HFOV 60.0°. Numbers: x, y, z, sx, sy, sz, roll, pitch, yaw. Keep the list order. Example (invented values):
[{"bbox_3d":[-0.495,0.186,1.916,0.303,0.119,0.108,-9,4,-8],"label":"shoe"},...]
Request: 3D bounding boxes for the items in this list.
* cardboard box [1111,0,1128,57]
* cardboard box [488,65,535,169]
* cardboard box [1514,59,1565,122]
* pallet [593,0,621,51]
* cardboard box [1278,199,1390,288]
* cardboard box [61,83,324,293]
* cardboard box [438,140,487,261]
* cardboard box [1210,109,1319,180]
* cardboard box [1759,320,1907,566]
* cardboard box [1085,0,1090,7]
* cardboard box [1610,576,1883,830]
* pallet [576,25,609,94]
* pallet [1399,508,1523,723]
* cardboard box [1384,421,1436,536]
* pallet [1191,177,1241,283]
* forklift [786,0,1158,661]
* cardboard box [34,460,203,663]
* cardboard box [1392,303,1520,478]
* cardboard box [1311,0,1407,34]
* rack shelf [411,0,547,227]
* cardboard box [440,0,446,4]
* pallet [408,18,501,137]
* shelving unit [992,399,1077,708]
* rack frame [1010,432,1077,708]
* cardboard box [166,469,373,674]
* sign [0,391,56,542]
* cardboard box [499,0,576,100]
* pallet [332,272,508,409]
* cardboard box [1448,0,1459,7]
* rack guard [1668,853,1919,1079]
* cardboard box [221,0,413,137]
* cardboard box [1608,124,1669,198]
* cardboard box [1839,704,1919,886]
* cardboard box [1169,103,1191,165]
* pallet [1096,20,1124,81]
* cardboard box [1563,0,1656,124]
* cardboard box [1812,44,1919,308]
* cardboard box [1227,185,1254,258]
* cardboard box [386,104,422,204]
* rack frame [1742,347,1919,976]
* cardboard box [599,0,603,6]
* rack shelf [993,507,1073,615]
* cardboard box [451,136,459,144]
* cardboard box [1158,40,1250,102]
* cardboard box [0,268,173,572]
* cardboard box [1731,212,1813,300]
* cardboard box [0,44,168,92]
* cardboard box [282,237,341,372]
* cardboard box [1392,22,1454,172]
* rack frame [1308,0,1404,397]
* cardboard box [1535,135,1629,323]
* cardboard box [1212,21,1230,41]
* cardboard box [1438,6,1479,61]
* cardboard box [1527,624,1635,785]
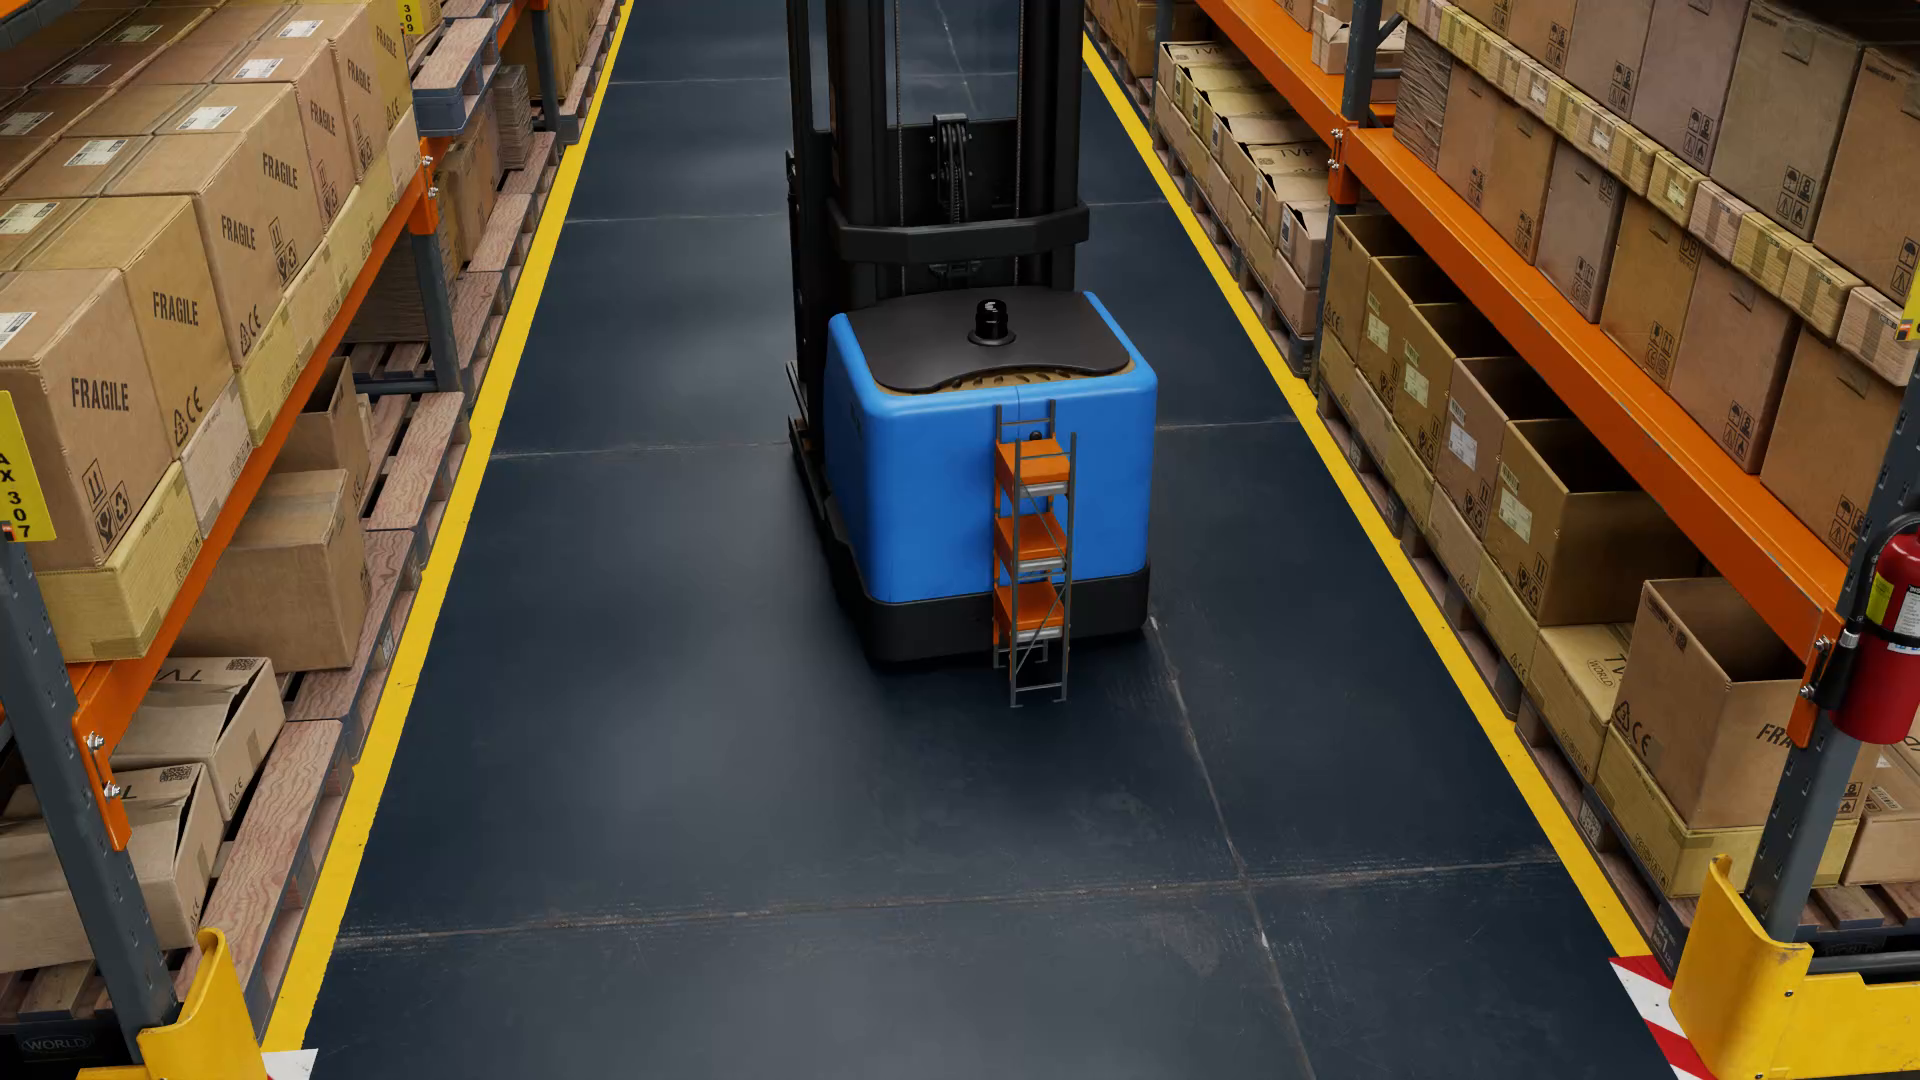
[{"bbox_3d":[1.432,-3.911,12.380,0.500,0.500,0.500,-4,31,-6],"label":"cardboard box"},{"bbox_3d":[-3.011,-2.576,10.146,0.700,0.500,0.500,-2,31,-4],"label":"cardboard box"},{"bbox_3d":[2.132,-1.539,5.672,0.380,0.149,0.250,-4,31,-6],"label":"cardboard box"},{"bbox_3d":[-3.357,-4.280,13.709,1.003,0.211,1.213,-3,31,-5],"label":"pallet"},{"bbox_3d":[1.852,-1.456,7.987,0.500,0.311,0.500,-3,31,-5],"label":"cardboard box"},{"bbox_3d":[-2.267,-1.045,4.970,0.500,0.500,0.500,-2,31,-3],"label":"cardboard box"},{"bbox_3d":[-2.948,-1.797,8.843,0.700,0.500,0.500,-2,31,-4],"label":"cardboard box"},{"bbox_3d":[1.709,-2.233,9.288,0.500,0.311,0.500,-3,31,-5],"label":"cardboard box"},{"bbox_3d":[2.518,-0.262,4.166,0.700,0.500,0.500,-3,31,-5],"label":"cardboard box"},{"bbox_3d":[1.291,-4.692,13.688,0.500,0.500,0.500,-2,31,-4],"label":"cardboard box"},{"bbox_3d":[2.202,0.439,4.631,0.500,0.500,0.500,-3,31,-5],"label":"cardboard box"},{"bbox_3d":[-3.240,-3.656,12.664,1.003,0.211,1.213,-3,31,-5],"label":"pallet"},{"bbox_3d":[2.325,0.207,6.197,1.003,0.211,1.213,-3,31,-5],"label":"pallet"},{"bbox_3d":[2.000,-0.260,6.531,0.500,0.250,0.500,-3,31,-5],"label":"cardboard box"},{"bbox_3d":[1.950,-1.824,9.597,1.003,0.211,1.213,-3,31,-5],"label":"pallet"},{"bbox_3d":[-0.140,-1.572,6.523,1.130,2.935,3.031,-7,32,-11],"label":"forklift"},{"bbox_3d":[-2.112,0.051,3.867,0.500,0.250,0.500,-4,31,-6],"label":"cardboard box"},{"bbox_3d":[2.000,-0.582,6.339,0.500,0.500,0.500,-3,31,-5],"label":"cardboard box"},{"bbox_3d":[2.070,-2.727,8.293,0.500,0.500,0.500,-1,31,-1],"label":"cardboard box"},{"bbox_3d":[-2.943,-2.495,8.704,1.077,0.370,4.000,-3,31,-5],"label":"rack shelf"},{"bbox_3d":[-2.908,-2.896,8.148,0.700,0.500,0.500,1,31,2],"label":"cardboard box"},{"bbox_3d":[-2.683,-2.098,7.524,1.003,0.211,1.213,-3,31,-5],"label":"pallet"},{"bbox_3d":[0.245,0.060,5.626,0.215,1.050,0.252,-7,32,-11],"label":"shelving unit"},{"bbox_3d":[0.272,0.121,5.524,0.200,1.050,0.008,-7,32,-11],"label":"rack frame"},{"bbox_3d":[-2.430,0.118,5.636,0.700,0.500,0.500,-5,31,-8],"label":"cardboard box"},{"bbox_3d":[-1.843,-0.138,3.212,0.100,0.325,0.005,-3,31,-5],"label":"sign"},{"bbox_3d":[-3.068,-3.464,11.311,0.750,0.750,0.750,-3,31,-5],"label":"cardboard box"},{"bbox_3d":[-2.831,-0.983,8.190,1.003,0.211,1.213,-3,31,-5],"label":"pallet"},{"bbox_3d":[2.223,-2.396,6.473,0.700,0.500,0.500,-3,31,-4],"label":"cardboard box"},{"bbox_3d":[2.551,1.105,4.412,1.175,0.500,0.348,-3,31,-5],"label":"rack guard"},{"bbox_3d":[-2.405,-1.822,6.271,0.500,0.500,0.500,-3,31,-5],"label":"cardboard box"},{"bbox_3d":[2.201,-1.148,5.017,0.380,0.149,0.250,-2,31,-3],"label":"cardboard box"},{"bbox_3d":[2.720,0.736,4.865,0.500,0.250,0.500,-3,31,-5],"label":"cardboard box"},{"bbox_3d":[1.606,-2.526,10.326,0.500,0.250,0.500,-4,31,-6],"label":"cardboard box"},{"bbox_3d":[1.658,-3.872,13.026,1.003,0.211,1.213,-3,31,-5],"label":"pallet"},{"bbox_3d":[2.364,-1.627,5.186,0.700,0.500,0.500,-3,31,-5],"label":"cardboard box"},{"bbox_3d":[2.513,-0.846,3.878,0.700,0.500,0.500,-3,31,-4],"label":"cardboard box"},{"bbox_3d":[1.754,-1.739,9.009,0.500,0.250,0.500,-2,31,-3],"label":"cardboard box"},{"bbox_3d":[-2.411,-1.500,6.463,0.500,0.250,0.500,-3,31,-4],"label":"cardboard box"},{"bbox_3d":[2.549,0.020,3.791,1.000,3.000,0.127,-3,31,-5],"label":"rack frame"},{"bbox_3d":[-3.314,-4.799,13.546,0.750,0.750,0.750,-2,31,-4],"label":"cardboard box"},{"bbox_3d":[0.245,0.069,5.632,0.215,0.259,0.240,-7,32,-11],"label":"rack shelf"},{"bbox_3d":[-2.967,-2.341,9.022,0.500,0.250,0.500,-3,31,-5],"label":"cardboard box"},{"bbox_3d":[1.558,-3.023,10.612,0.500,0.311,0.500,-2,31,-3],"label":"cardboard box"},{"bbox_3d":[-2.128,-0.265,3.664,0.500,0.500,0.500,-3,31,-5],"label":"cardboard box"},{"bbox_3d":[2.274,-0.751,4.353,0.380,0.149,0.250,-3,31,-5],"label":"cardboard box"},{"bbox_3d":[-2.835,-1.280,5.363,0.500,0.500,0.500,-2,31,-3],"label":"cardboard box"},{"bbox_3d":[-2.262,-0.732,5.177,0.500,0.250,0.500,-2,31,-4],"label":"cardboard box"},{"bbox_3d":[2.223,-1.839,6.806,0.700,0.500,0.500,-4,31,-6],"label":"cardboard box"},{"bbox_3d":[2.175,-2.022,7.210,1.000,3.000,0.127,-3,31,-5],"label":"rack frame"},{"bbox_3d":[2.371,-1.052,5.489,0.700,0.500,0.500,-2,31,-3],"label":"cardboard box"},{"bbox_3d":[2.043,-3.426,11.569,0.500,0.500,0.500,-1,31,-2],"label":"cardboard box"},{"bbox_3d":[2.057,-1.937,6.338,0.380,0.149,0.250,-4,31,-6],"label":"cardboard box"},{"bbox_3d":[2.146,0.506,5.250,0.500,0.250,0.500,-3,31,-5],"label":"cardboard box"}]
